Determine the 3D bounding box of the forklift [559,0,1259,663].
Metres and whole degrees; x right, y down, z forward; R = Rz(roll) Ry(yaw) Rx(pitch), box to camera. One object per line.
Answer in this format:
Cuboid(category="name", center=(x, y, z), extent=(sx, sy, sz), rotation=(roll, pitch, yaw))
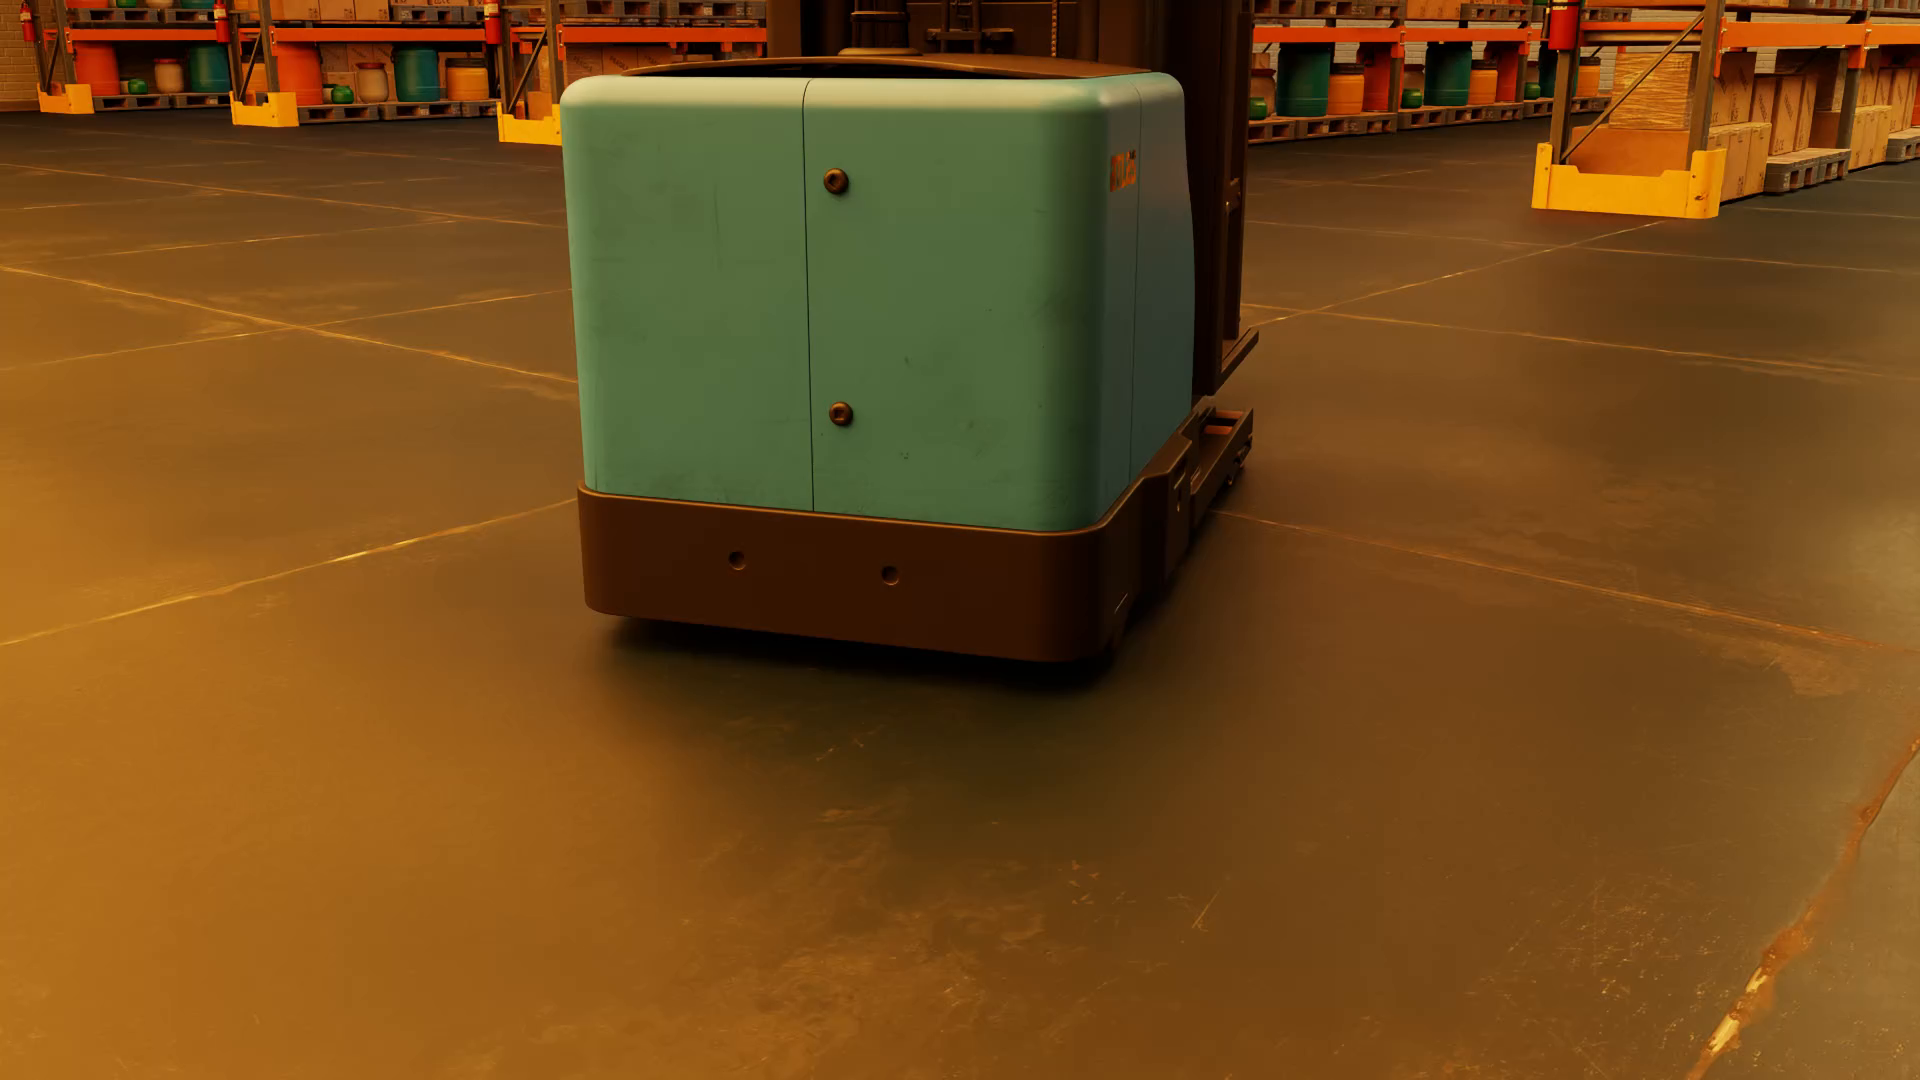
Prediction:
Cuboid(category="forklift", center=(0.182, -1.571, 4.072), extent=(1.130, 2.935, 3.031), rotation=(5, 18, 17))
